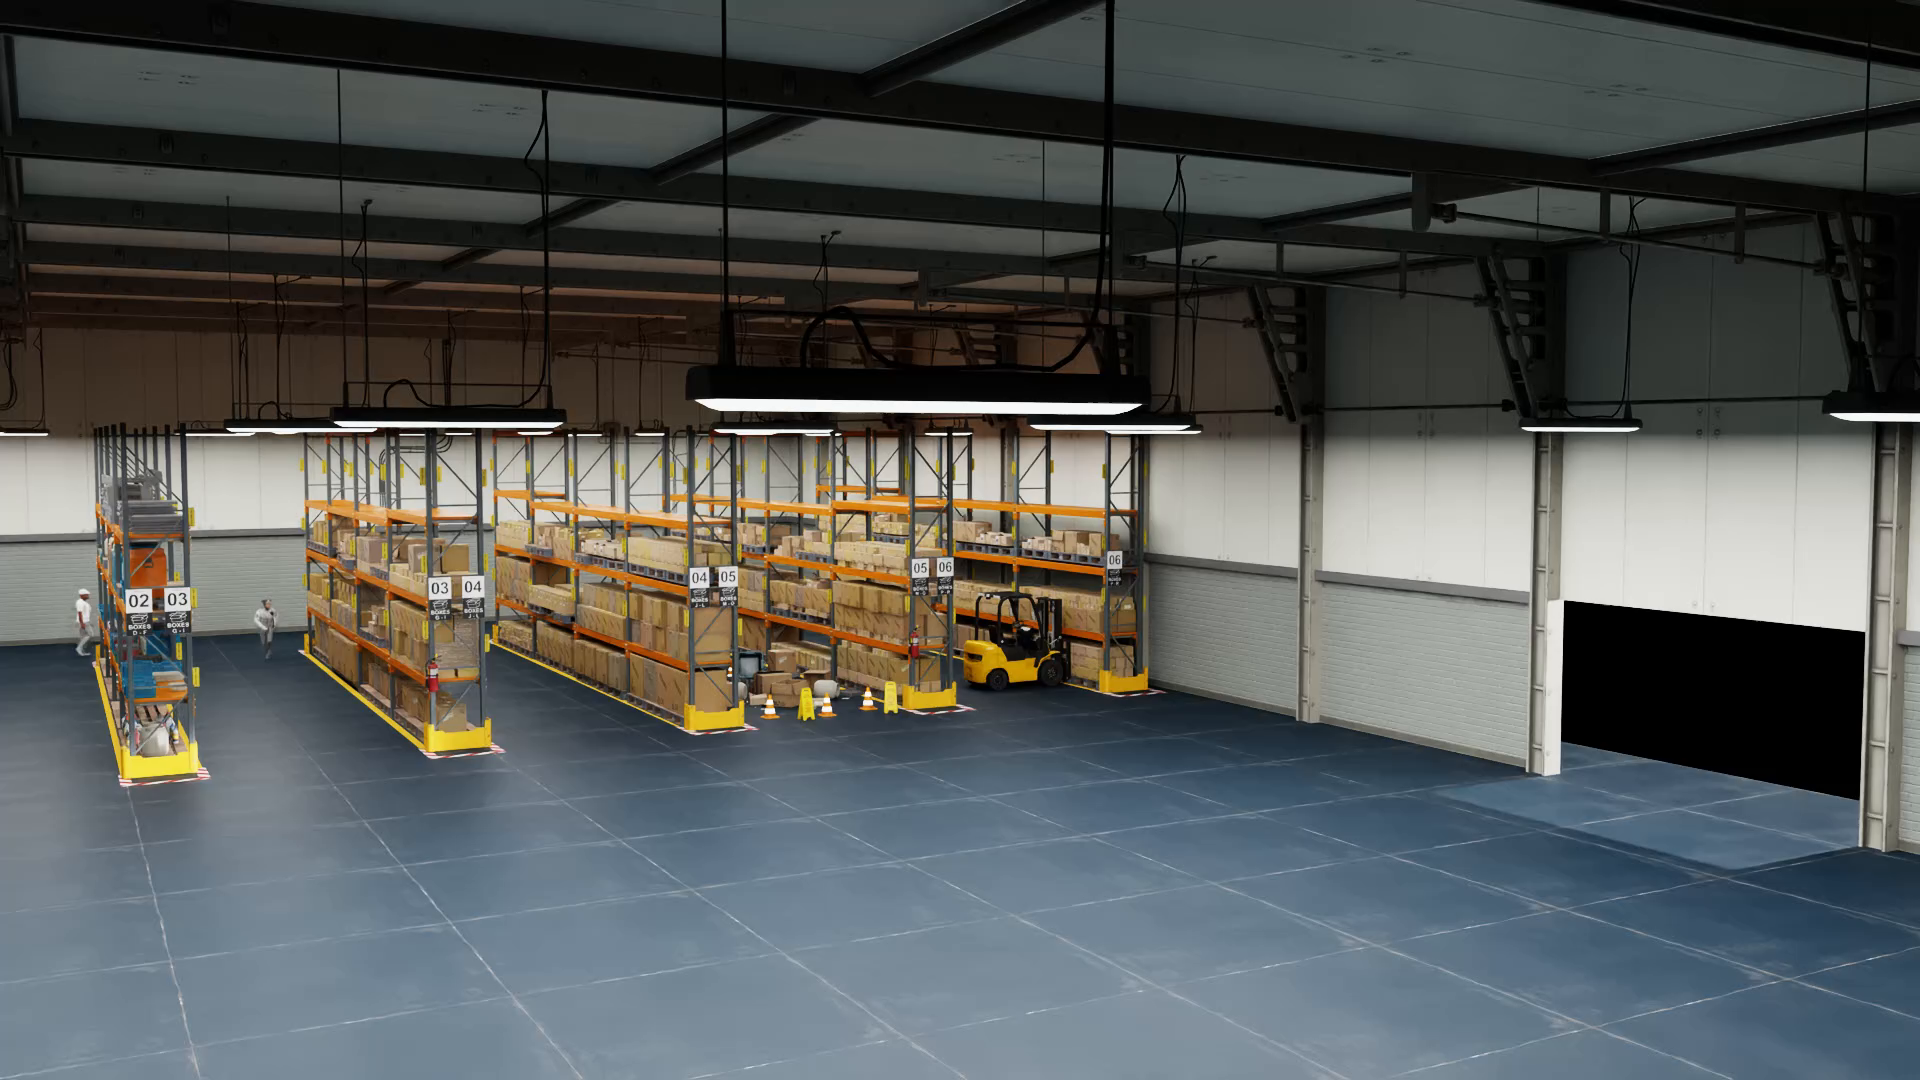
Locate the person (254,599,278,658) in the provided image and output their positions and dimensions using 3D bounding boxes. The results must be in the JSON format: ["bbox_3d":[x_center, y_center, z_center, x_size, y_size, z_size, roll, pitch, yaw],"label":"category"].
[{"bbox_3d":[-18.084,2.304,43.369,0.552,1.598,0.698,-1,4,-16],"label":"person"}]

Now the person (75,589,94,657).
[{"bbox_3d":[-23.082,2.173,43.814,0.449,1.766,0.612,-2,4,-27],"label":"person"}]
